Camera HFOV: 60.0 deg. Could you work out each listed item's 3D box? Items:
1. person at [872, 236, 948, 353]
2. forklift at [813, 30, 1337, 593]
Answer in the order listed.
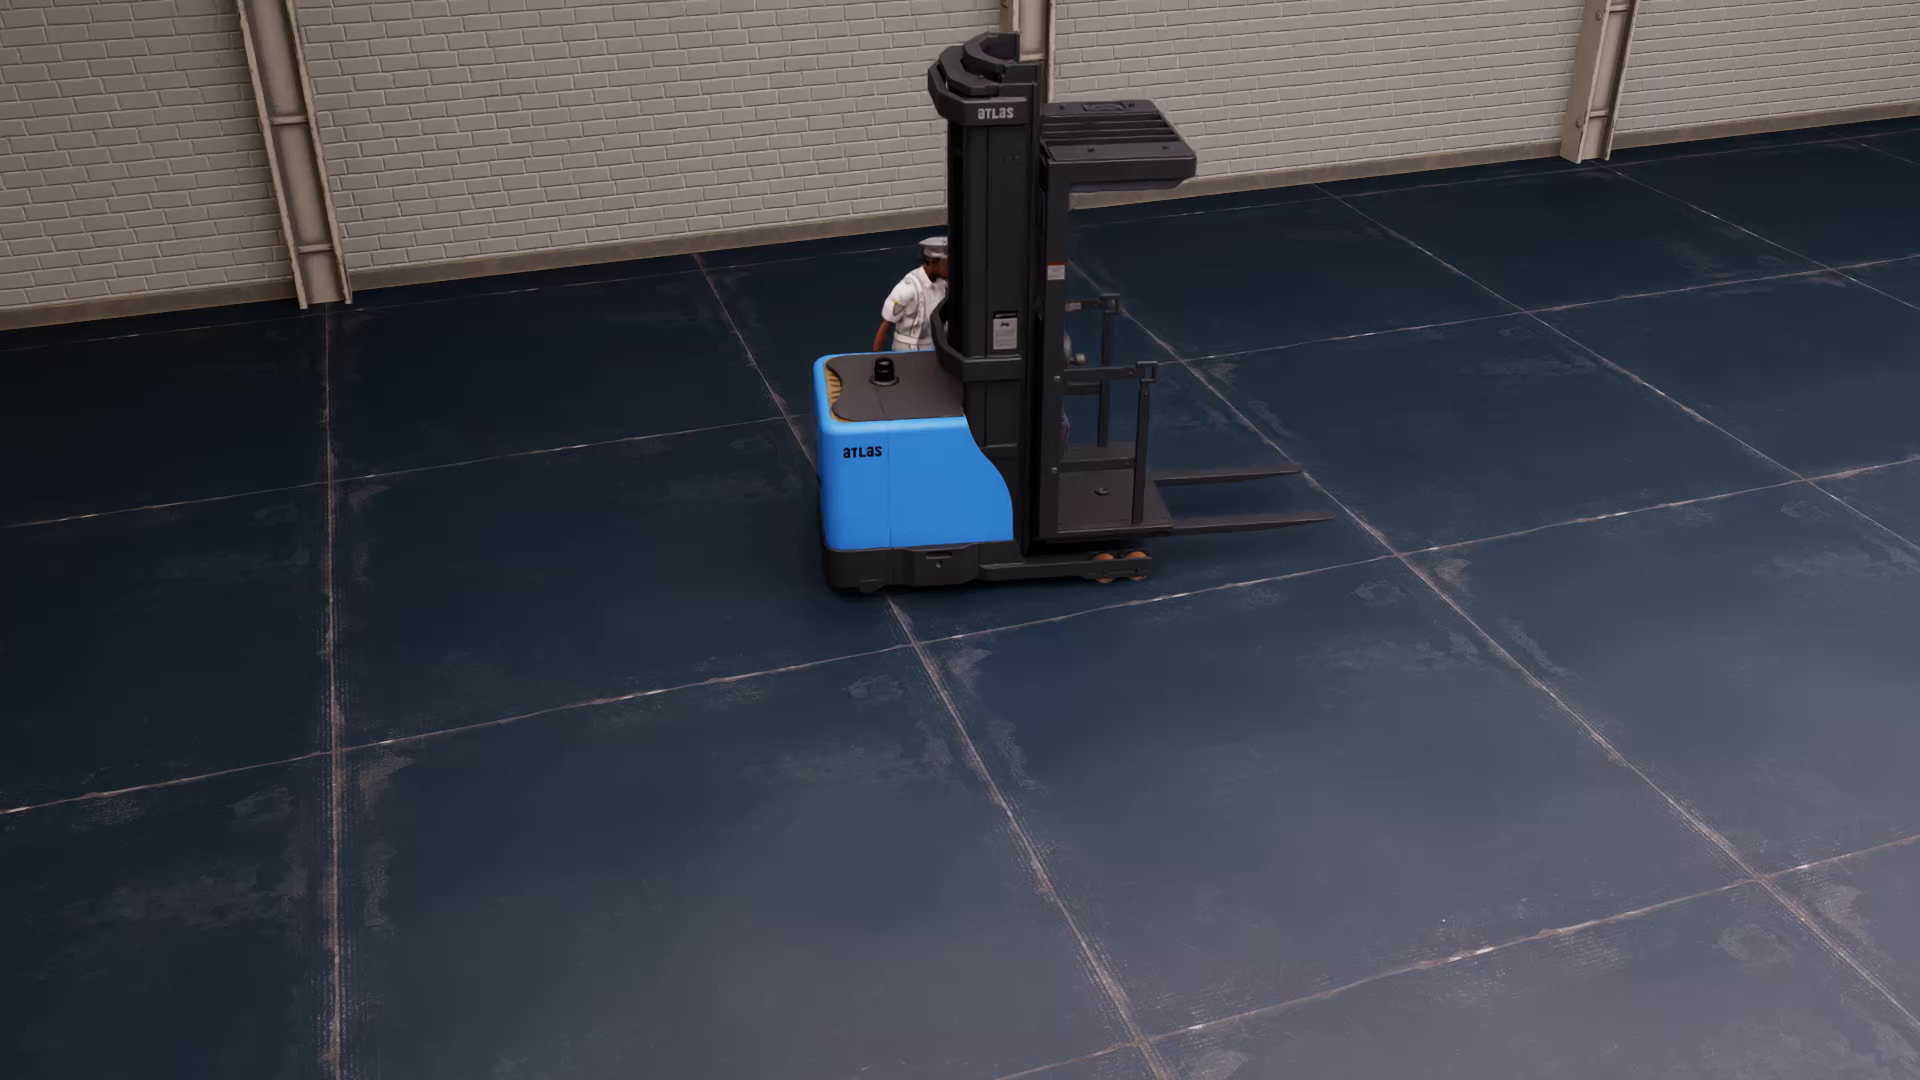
[{"bbox_3d":[-0.206,-1.124,10.382,0.807,1.631,0.432,-21,36,-32],"label":"person"},{"bbox_3d":[0.684,-1.282,9.315,3.031,2.935,1.130,-4,30,-6],"label":"forklift"}]
